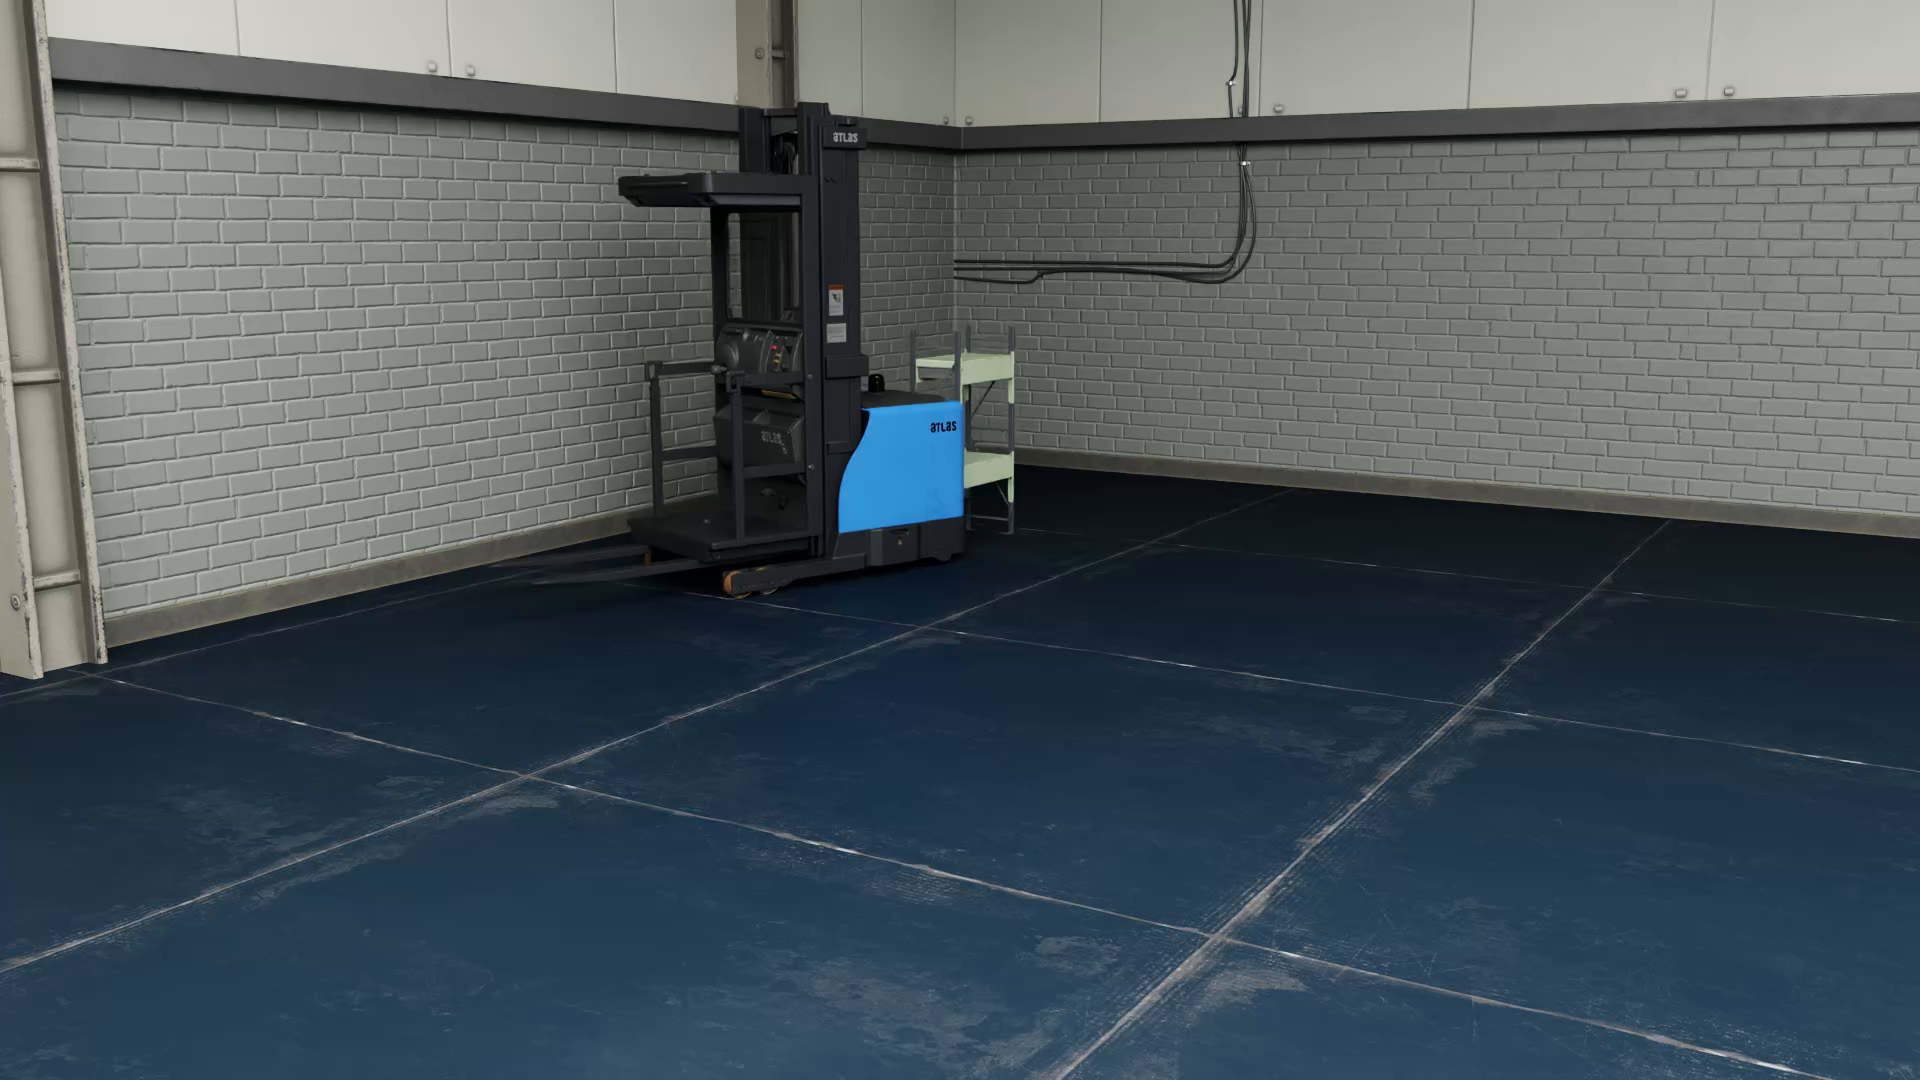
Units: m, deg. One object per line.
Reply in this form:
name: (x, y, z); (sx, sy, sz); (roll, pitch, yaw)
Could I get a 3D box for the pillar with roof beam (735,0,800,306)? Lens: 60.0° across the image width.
pillar with roof beam: (2.196, -4.314, 10.457); (9.100, 9.000, 0.400); (6, 12, 31)

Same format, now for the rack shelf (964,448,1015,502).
rack shelf: (0.023, -0.420, 11.809); (0.431, 0.370, 0.720); (6, 12, 31)

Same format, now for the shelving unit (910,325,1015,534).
shelving unit: (0.023, -0.741, 11.749); (0.431, 1.500, 0.755); (6, 12, 31)

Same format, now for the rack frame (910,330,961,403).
rack frame: (-0.170, -0.683, 11.443); (0.400, 1.500, 0.023); (6, 12, 31)

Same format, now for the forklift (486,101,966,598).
forklift: (-1.426, -1.198, 10.305); (3.031, 2.935, 1.130); (-8, 14, -38)

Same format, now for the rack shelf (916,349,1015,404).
rack shelf: (0.023, -1.124, 11.677); (0.431, 0.370, 0.720); (6, 12, 31)

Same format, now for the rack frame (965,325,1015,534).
rack frame: (0.215, -0.798, 12.055); (0.400, 1.500, 0.023); (6, 12, 31)

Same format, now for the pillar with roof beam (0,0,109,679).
pillar with roof beam: (-0.919, -3.370, 5.416); (9.100, 9.000, 0.400); (6, 12, 31)

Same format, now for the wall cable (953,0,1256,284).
wall cable: (1.176, -3.536, 14.739); (3.097, 2.526, 0.112); (6, 12, 31)
